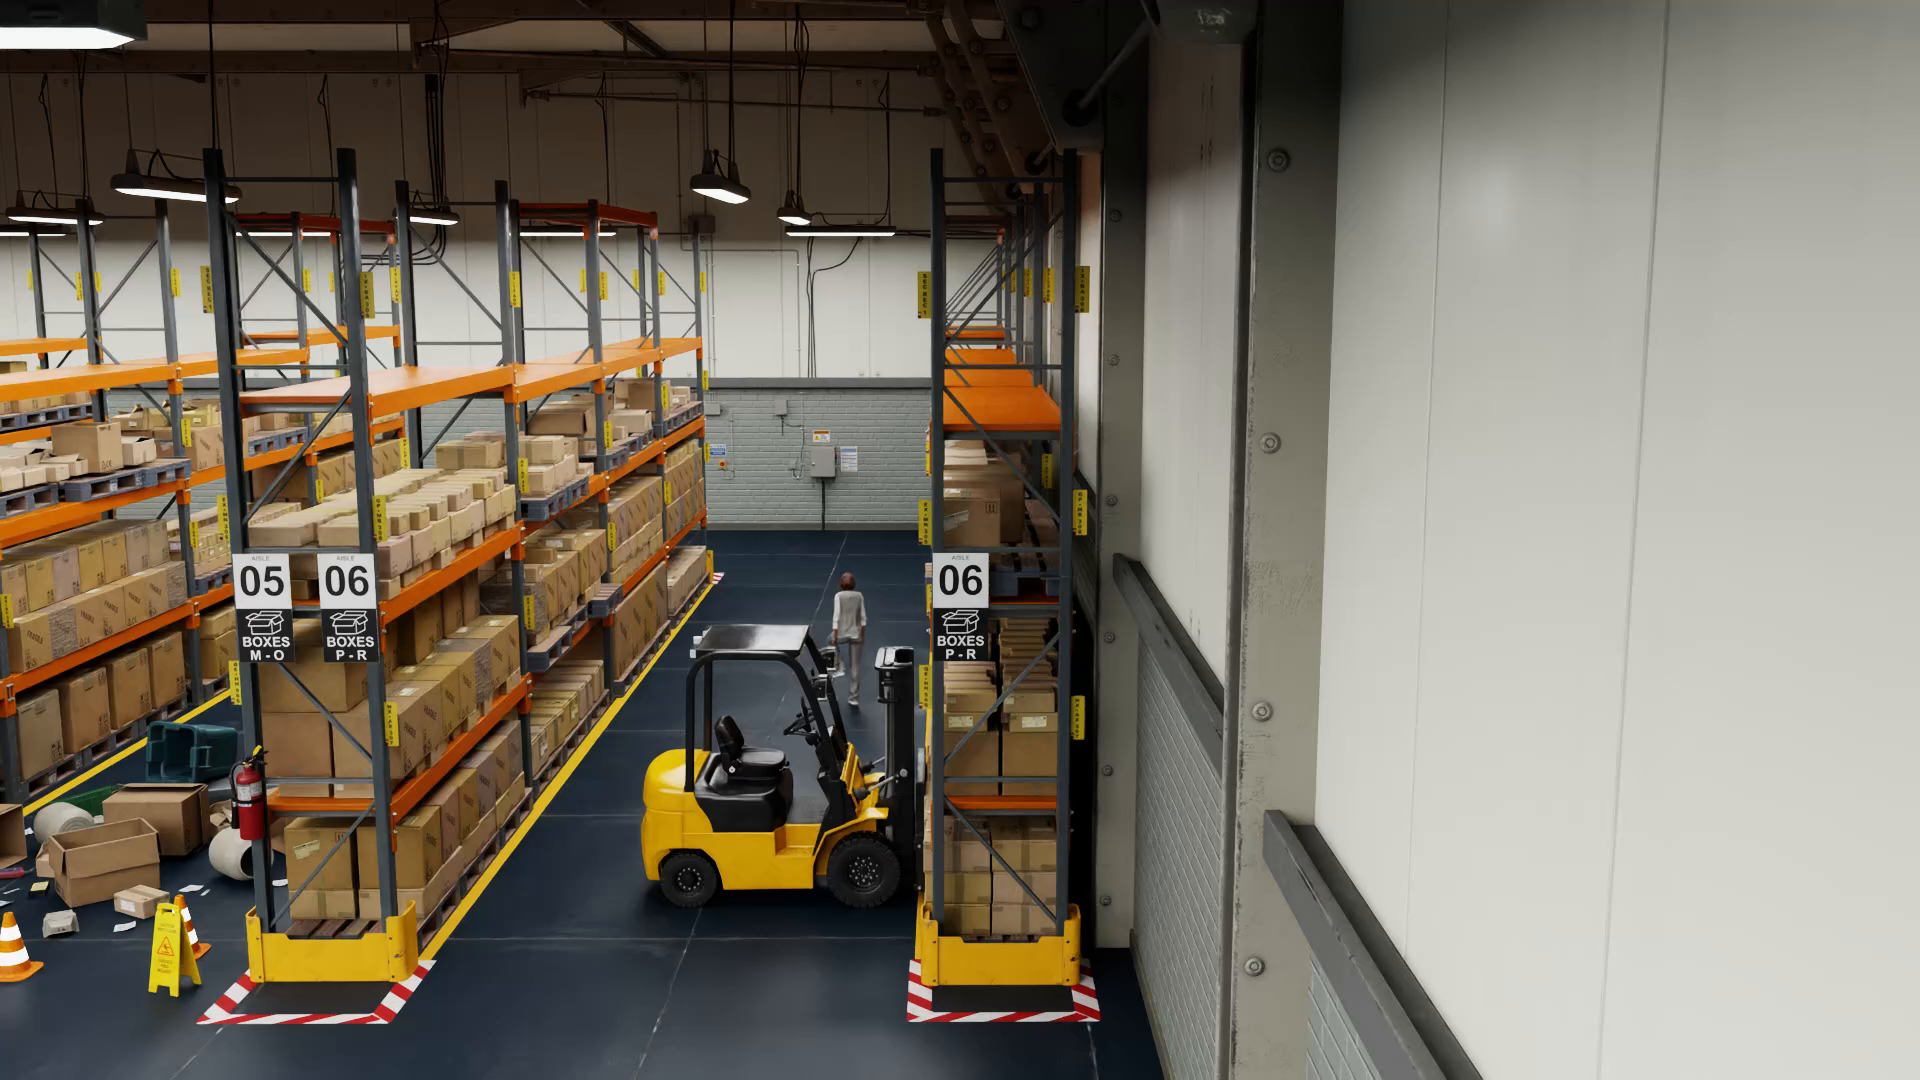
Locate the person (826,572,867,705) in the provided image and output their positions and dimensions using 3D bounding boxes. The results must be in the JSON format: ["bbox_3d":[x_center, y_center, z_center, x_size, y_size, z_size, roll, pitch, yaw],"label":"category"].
[{"bbox_3d":[-1.350,1.173,20.107,0.457,1.563,0.721,-3,10,-17],"label":"person"}]
